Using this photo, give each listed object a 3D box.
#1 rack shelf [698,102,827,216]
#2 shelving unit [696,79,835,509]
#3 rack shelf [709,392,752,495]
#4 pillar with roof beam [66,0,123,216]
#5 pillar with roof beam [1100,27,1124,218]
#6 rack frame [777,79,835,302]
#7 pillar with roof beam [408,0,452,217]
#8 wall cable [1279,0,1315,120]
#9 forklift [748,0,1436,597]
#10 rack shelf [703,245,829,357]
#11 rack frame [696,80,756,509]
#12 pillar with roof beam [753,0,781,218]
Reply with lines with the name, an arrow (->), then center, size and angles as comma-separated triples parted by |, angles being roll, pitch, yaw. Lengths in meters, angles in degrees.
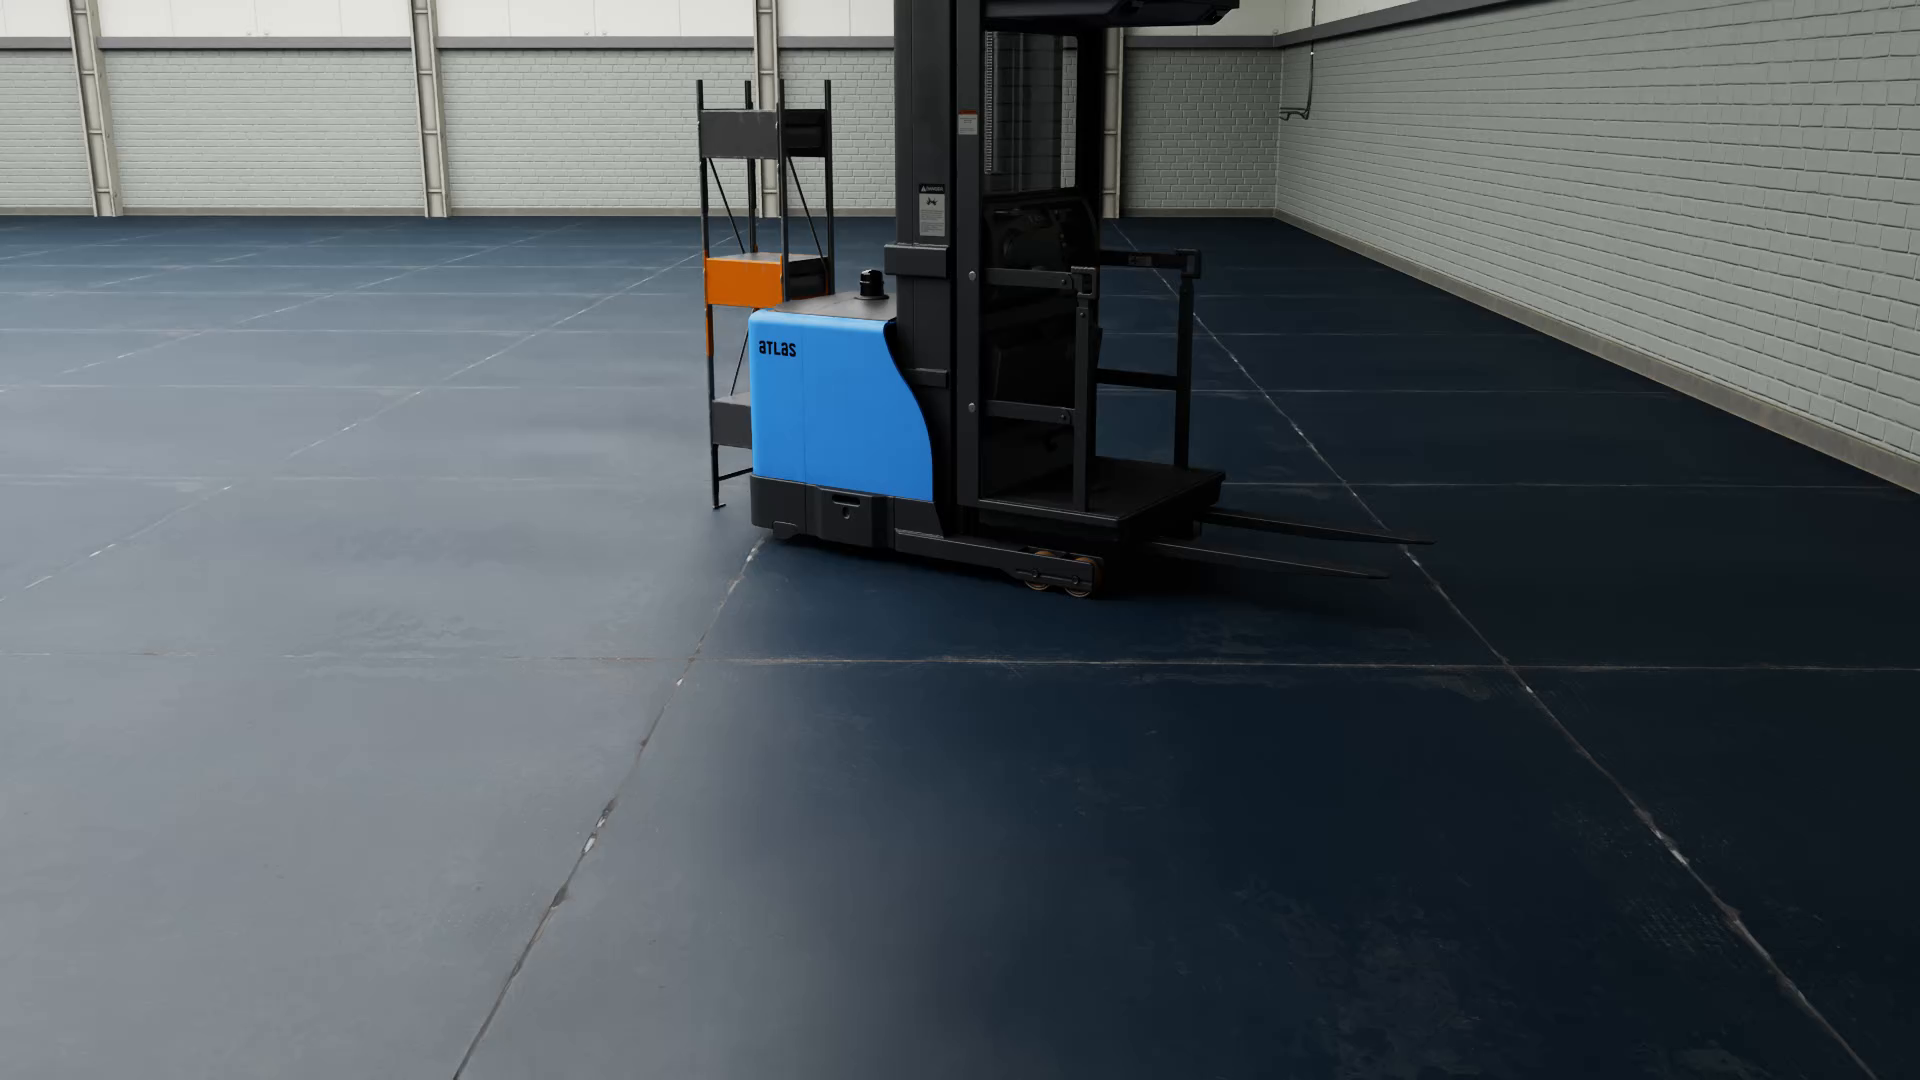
rack shelf -> -0.938, -1.847, 8.035 | 0.480, 0.518, 0.431 | 9, 17, 31
shelving unit -> -0.938, -1.184, 8.210 | 0.503, 2.100, 0.431 | 9, 17, 31
rack shelf -> -0.938, -0.494, 8.392 | 0.480, 0.518, 0.431 | 9, 17, 31
pillar with roof beam -> -15.477, -9.110, 24.728 | 0.400, 9.000, 9.100 | 0, 15, 1
pillar with roof beam -> 2.517, -8.992, 24.283 | 0.400, 9.000, 9.100 | 0, 15, 1
rack frame -> -0.731, -1.151, 8.086 | 0.015, 2.100, 0.400 | 9, 17, 31
pillar with roof beam -> -9.479, -9.070, 24.580 | 0.400, 9.000, 9.100 | 0, 15, 1
wall cable -> 5.538, -8.232, 27.490 | 0.112, 2.526, 3.097 | 0, 15, 1
forklift -> 0.535, -1.332, 7.144 | 3.031, 2.935, 1.130 | 9, 17, 31
rack shelf -> -0.938, -1.170, 8.214 | 0.480, 0.518, 0.431 | 9, 17, 31
rack frame -> -1.145, -1.216, 8.335 | 0.015, 2.100, 0.400 | 9, 17, 31
pillar with roof beam -> -3.481, -9.031, 24.432 | 0.400, 9.000, 9.100 | 0, 15, 1
